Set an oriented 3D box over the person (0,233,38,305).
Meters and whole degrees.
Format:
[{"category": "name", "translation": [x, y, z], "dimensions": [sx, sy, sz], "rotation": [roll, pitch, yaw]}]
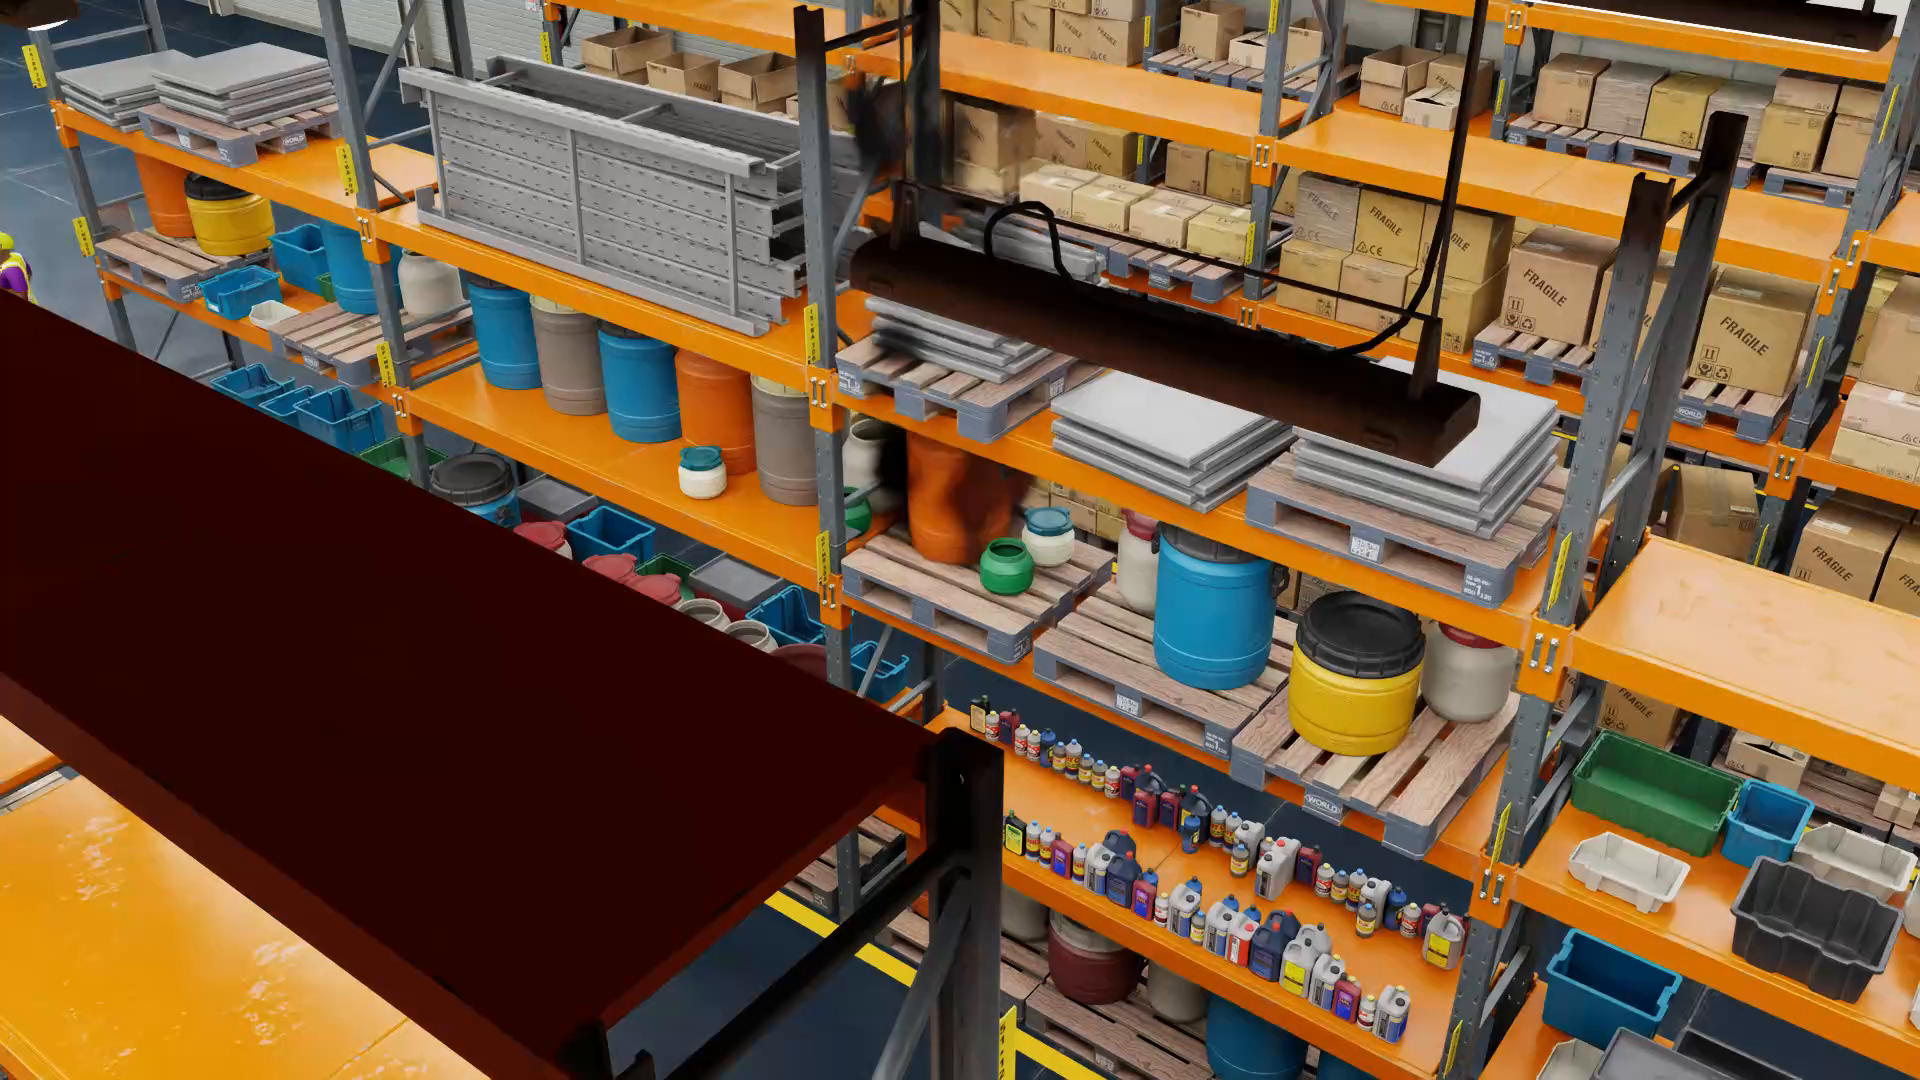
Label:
[{"category": "person", "translation": [-9.894, -2.418, 17.571], "dimensions": [0.675, 1.746, 0.708], "rotation": [-15, 34, -23]}]
